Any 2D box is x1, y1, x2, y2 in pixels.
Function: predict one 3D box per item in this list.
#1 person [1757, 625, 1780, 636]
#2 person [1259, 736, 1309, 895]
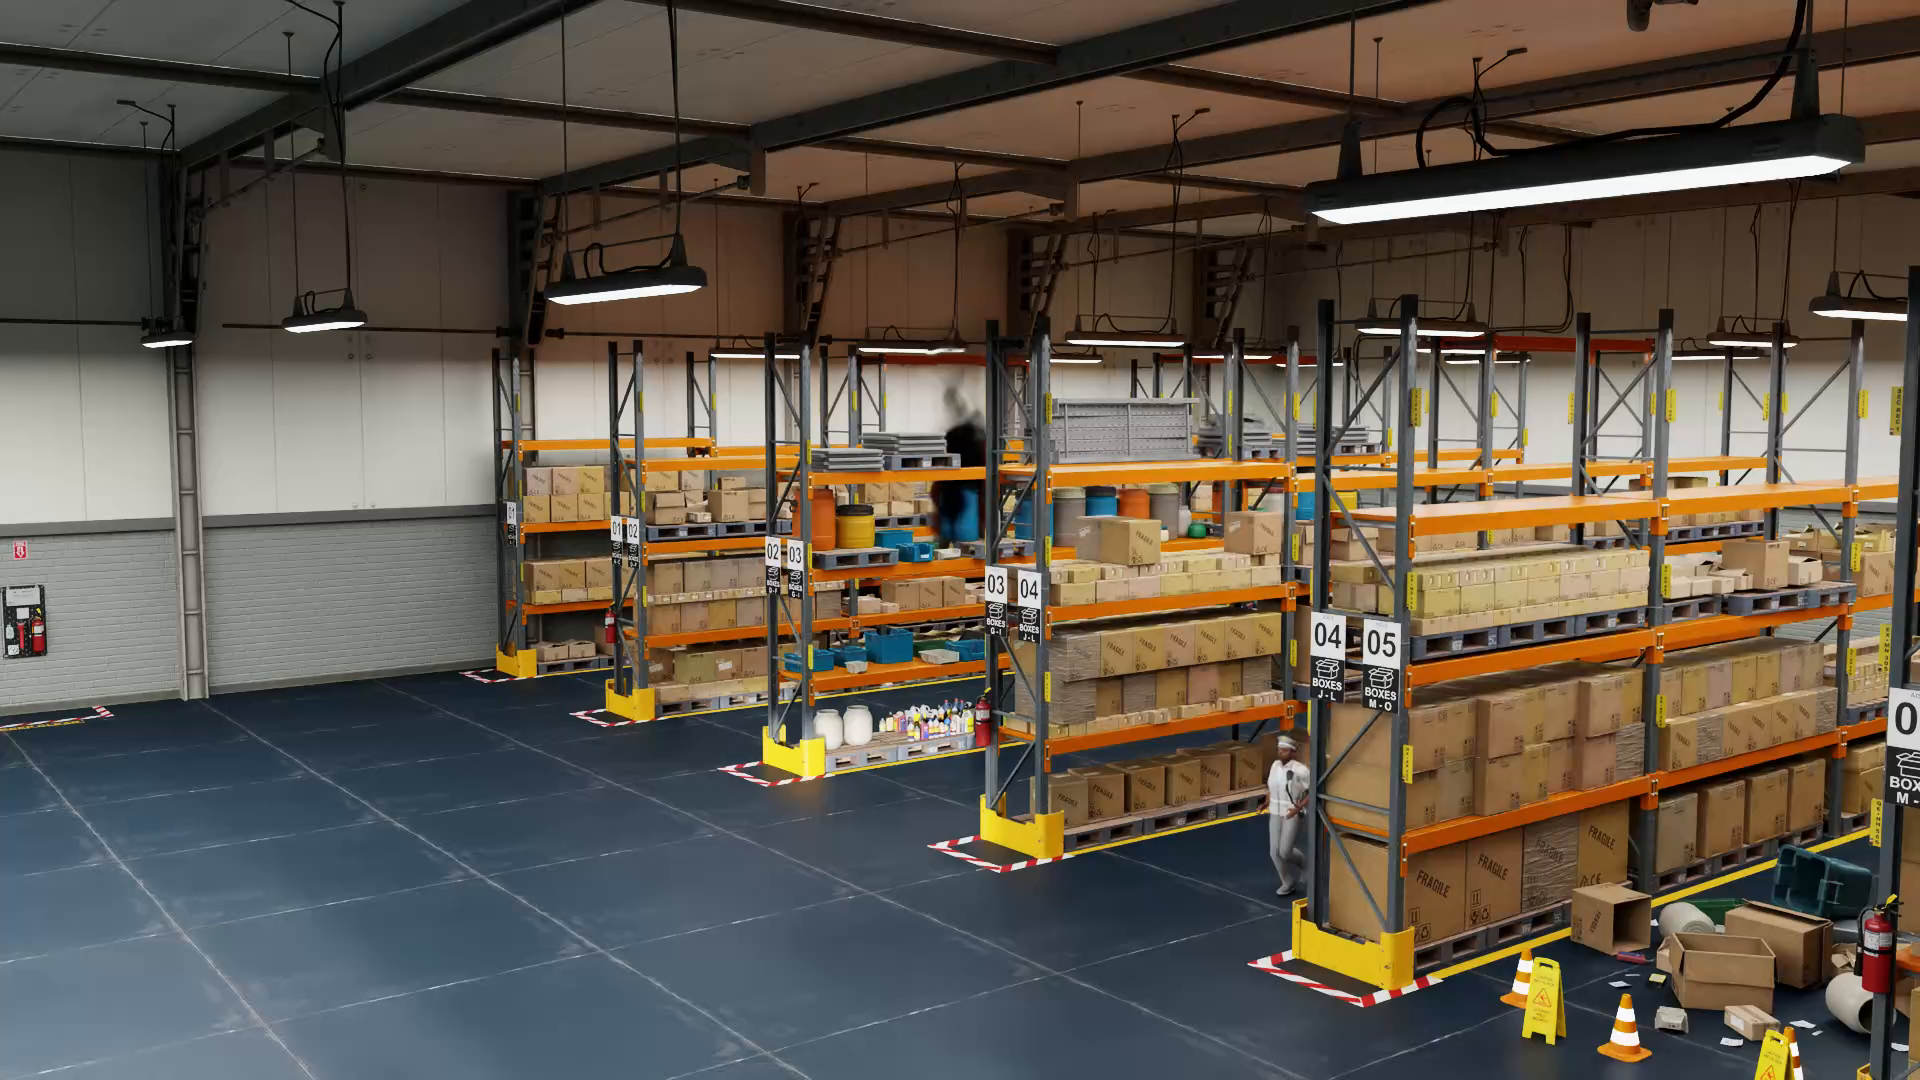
[{"bbox_3d":[14.339,1.719,29.679,0.644,1.685,0.575,-3,6,-27],"label":"person"},{"bbox_3d":[3.376,2.833,17.191,0.530,1.649,0.555,-5,7,-42],"label":"person"}]
